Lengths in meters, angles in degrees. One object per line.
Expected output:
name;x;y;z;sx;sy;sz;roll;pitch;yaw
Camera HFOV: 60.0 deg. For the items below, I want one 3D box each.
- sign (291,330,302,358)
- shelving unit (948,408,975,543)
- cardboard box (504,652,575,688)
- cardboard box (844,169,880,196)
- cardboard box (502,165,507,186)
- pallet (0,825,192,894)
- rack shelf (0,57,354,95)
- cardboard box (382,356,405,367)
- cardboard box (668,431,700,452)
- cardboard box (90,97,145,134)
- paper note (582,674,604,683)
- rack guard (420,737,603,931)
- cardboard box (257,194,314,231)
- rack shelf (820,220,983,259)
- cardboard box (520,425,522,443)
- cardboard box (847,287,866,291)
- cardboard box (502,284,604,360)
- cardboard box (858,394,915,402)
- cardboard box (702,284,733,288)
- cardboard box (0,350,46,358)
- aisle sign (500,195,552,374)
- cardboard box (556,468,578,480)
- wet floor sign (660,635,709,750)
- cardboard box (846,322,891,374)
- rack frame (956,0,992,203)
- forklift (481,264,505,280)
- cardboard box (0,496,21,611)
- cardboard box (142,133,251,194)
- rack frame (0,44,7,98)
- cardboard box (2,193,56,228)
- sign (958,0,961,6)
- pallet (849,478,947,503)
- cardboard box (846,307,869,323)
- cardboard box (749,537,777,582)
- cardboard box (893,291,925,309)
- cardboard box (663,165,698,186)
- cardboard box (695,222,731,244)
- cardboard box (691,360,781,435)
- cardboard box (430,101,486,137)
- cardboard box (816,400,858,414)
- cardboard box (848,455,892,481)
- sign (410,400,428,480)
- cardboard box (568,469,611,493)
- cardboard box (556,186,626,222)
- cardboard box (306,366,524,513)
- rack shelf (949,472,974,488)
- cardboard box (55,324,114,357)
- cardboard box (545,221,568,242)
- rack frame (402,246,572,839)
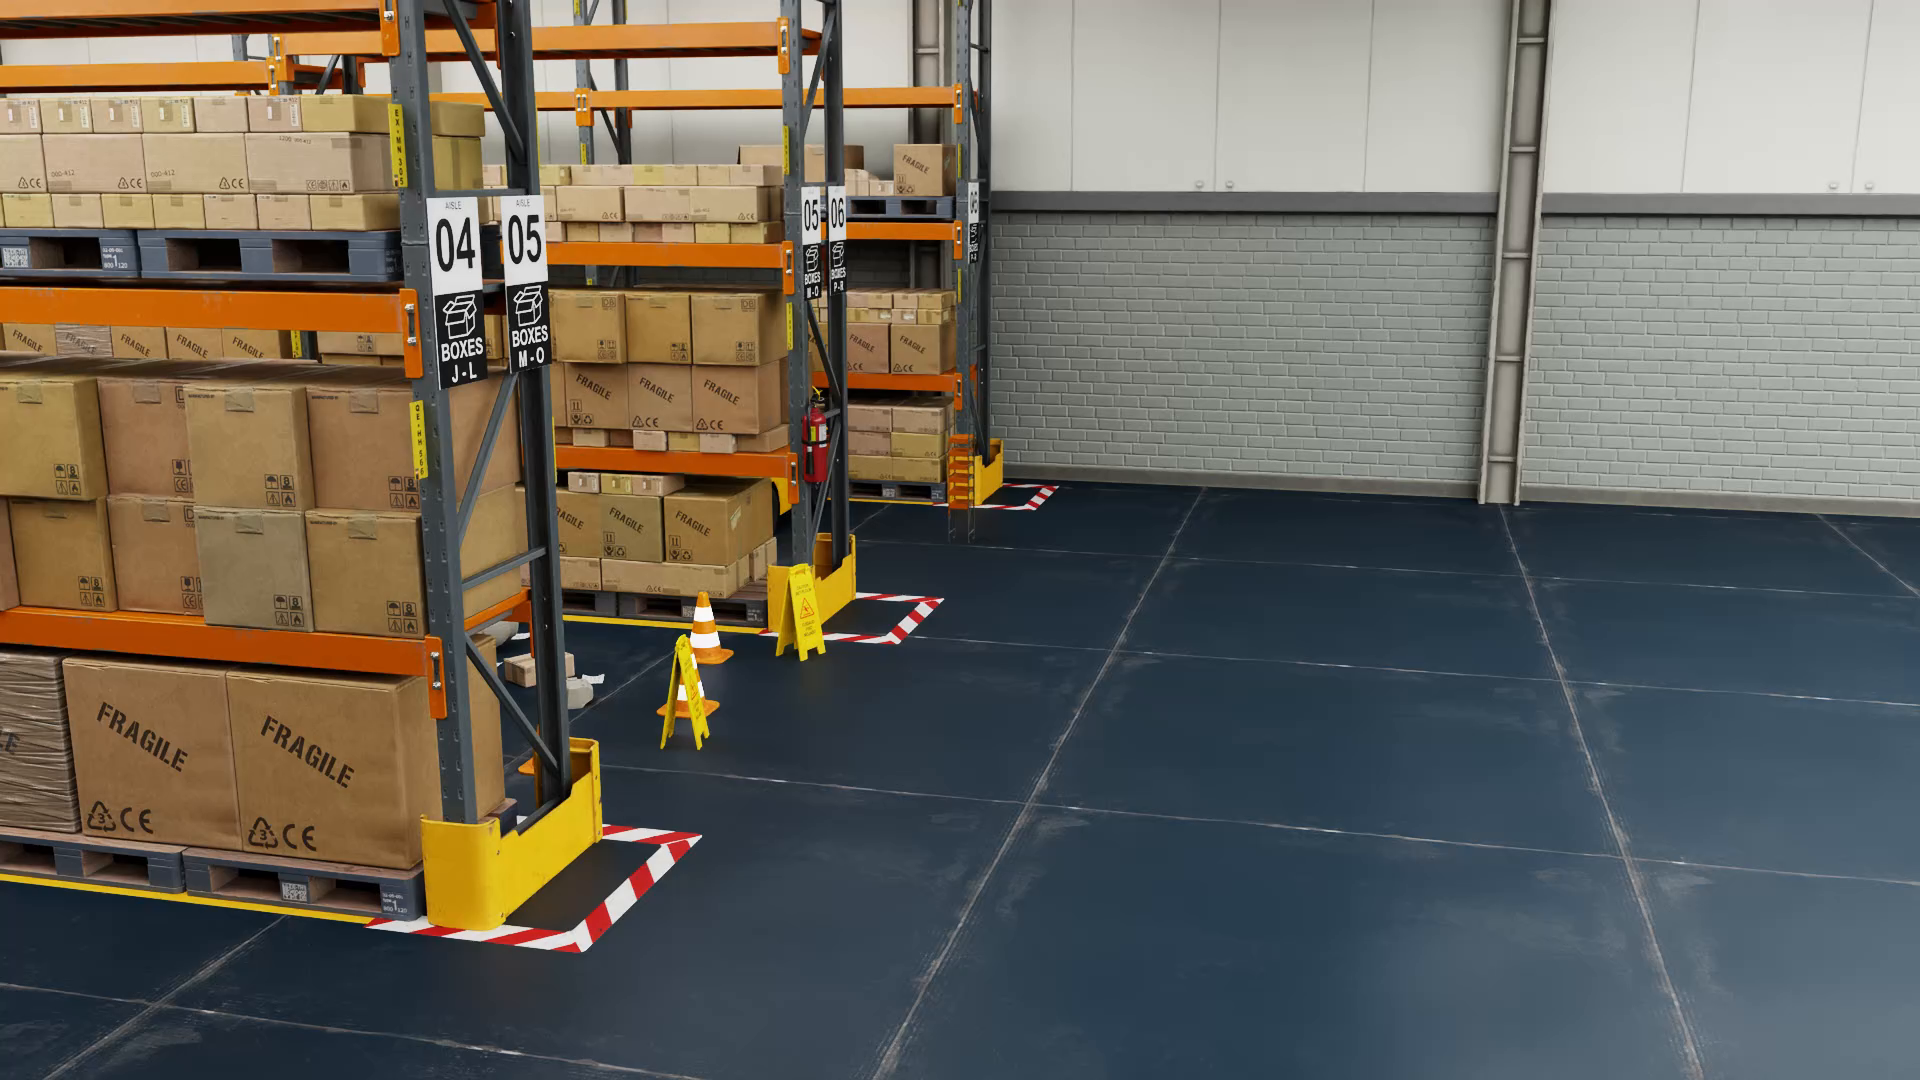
sign;-5.057;-1.555;12.659;0.005;0.325;0.100;3;13;14
shelving unit;0.014;-0.585;15.117;0.189;1.200;0.258;3;13;14
cardboard box;-2.800;0.850;11.077;0.250;0.149;0.380;12;17;43
cardboard box;-0.982;-3.588;16.680;0.258;0.266;0.396;3;13;14
cardboard box;-3.171;-2.689;12.259;0.250;0.149;0.380;3;13;15
pallet;-4.108;1.420;8.363;1.213;0.211;1.003;3;13;14
rack shelf;-6.869;-3.593;13.251;4.000;0.370;1.077;3;13;14
cardboard box;-4.074;-1.198;12.806;0.500;0.500;0.500;3;13;13
cardboard box;-1.975;-0.758;12.322;0.250;0.149;0.380;3;13;13
cardboard box;-3.525;-1.837;7.216;0.250;0.149;0.380;3;13;14
paper note;-2.439;0.920;11.032;0.142;0.019;0.148;-1;13;-6
rack guard;-2.109;1.369;7.926;0.348;0.500;1.175;3;13;14
cardboard box;-2.780;-1.407;7.123;0.250;0.149;0.380;3;13;14
rack shelf;-1.800;-3.160;17.302;4.000;0.370;1.077;3;13;14
cardboard box;-3.207;-0.824;12.621;0.250;0.149;0.380;3;13;13
cardboard box;-1.137;-2.572;17.501;0.250;0.149;0.380;3;13;15
cardboard box;-3.053;-1.649;12.533;0.500;0.500;0.700;3;13;13
cardboard box;-0.766;-1.384;17.631;0.500;0.250;0.500;3;13;14
cardboard box;-2.608;-2.676;17.969;0.250;0.149;0.380;3;13;12
cardboard box;-5.104;-0.630;8.326;0.550;0.550;0.875;3;13;14
aisle sign;-1.991;-1.181;7.647;0.004;0.787;0.394;3;13;14
cardboard box;-3.299;-0.309;13.363;0.500;0.500;0.500;4;13;17
wet floor sign;-1.629;0.882;9.786;0.232;0.644;0.267;1;13;4
cardboard box;-0.901;-1.991;17.067;0.500;0.500;0.500;3;13;15
rack frame;0.142;-4.872;16.432;0.127;3.000;1.000;3;13;14
forklift;-4.880;-1.486;15.180;1.130;2.935;3.031;6;14;25
cardboard box;-4.619;-0.040;8.160;0.550;0.550;0.875;3;13;14
cardboard box;-3.159;-1.636;7.231;0.500;0.250;0.500;3;13;14
rack frame;-11.509;-5.494;19.239;0.127;3.000;1.000;3;13;14
cardboard box;-4.016;-1.474;7.420;0.250;0.149;0.380;3;13;14
sign;-0.002;-5.253;15.811;0.005;0.325;0.100;3;13;14
pallet;-0.611;-0.612;17.523;1.213;0.211;1.003;3;13;14
cardboard box;-0.992;-2.316;17.035;0.250;0.149;0.380;3;13;13
cardboard box;-1.761;0.138;13.079;0.500;0.250;0.500;3;13;13
cardboard box;-0.504;-2.434;16.881;0.250;0.149;0.380;3;13;14
cardboard box;-1.936;-2.616;11.930;0.250;0.149;0.380;3;13;13
cardboard box;-1.707;-2.206;11.924;0.250;0.149;0.380;3;13;14
cardboard box;-1.637;-1.063;12.199;0.500;0.500;0.500;3;13;13
cardboard box;-2.380;-1.922;7.600;0.250;0.149;0.380;3;13;14
cardboard box;-1.370;-1.301;17.260;0.500;0.250;0.500;3;13;14
cardboard box;-0.871;-0.791;17.270;0.500;0.250;0.500;3;13;14
sign;-2.275;-0.420;6.999;0.005;0.325;0.100;3;13;14
cardboard box;-2.755;-0.464;12.564;0.250;0.149;0.380;4;13;16
cardboard box;-2.598;-2.457;12.135;0.500;0.250;0.500;3;13;15
cardboard box;-2.483;-0.480;7.651;0.550;0.550;0.875;3;13;14
rack shelf;0.014;-0.542;15.126;0.180;0.103;0.258;3;13;14
cardboard box;-6.921;-1.562;13.477;0.500;0.500;0.500;3;13;11
cardboard box;-2.959;-2.271;12.214;0.250;0.149;0.380;3;13;13
rack frame;-2.132;0.147;7.661;0.127;3.000;1.000;3;13;14
